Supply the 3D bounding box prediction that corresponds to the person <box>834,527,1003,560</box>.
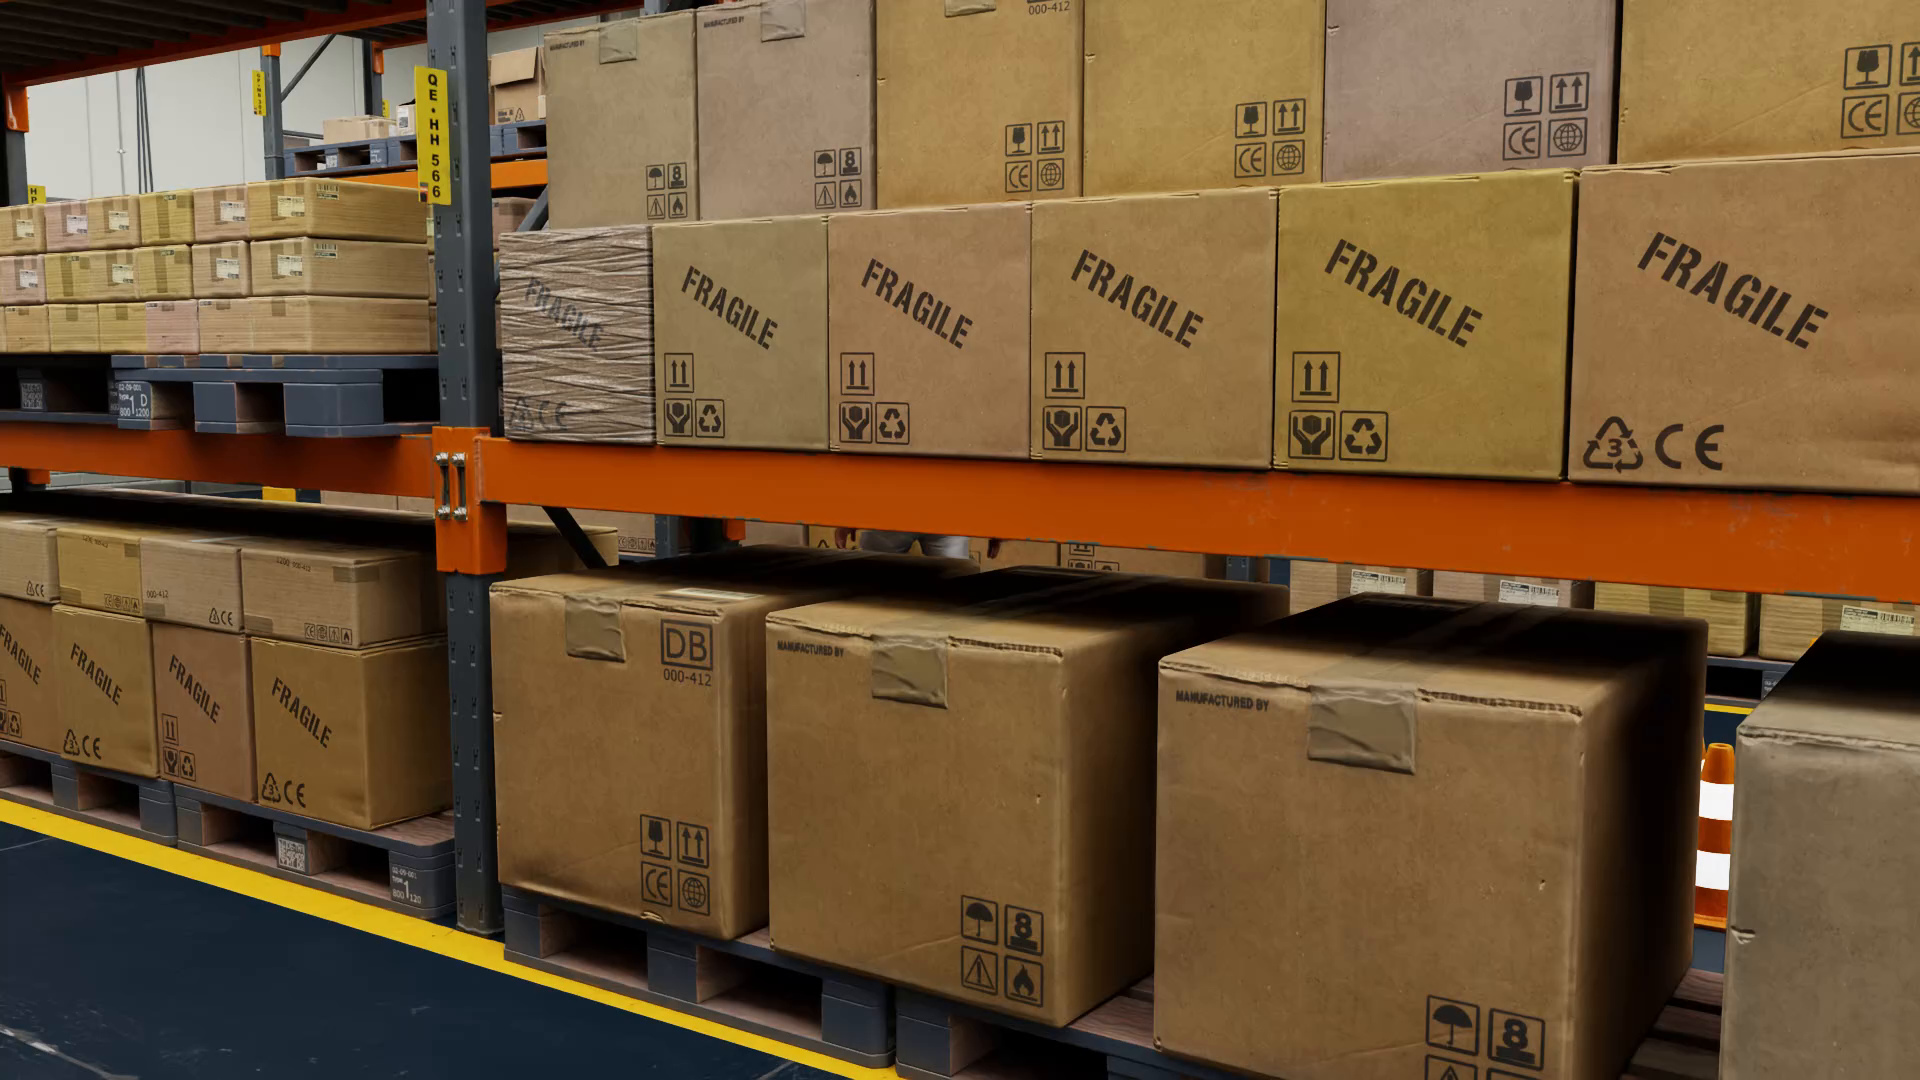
[{"bbox_3d":[-0.215,-0.125,6.789,0.776,1.728,0.838,0,6,-2],"label":"person"}]
